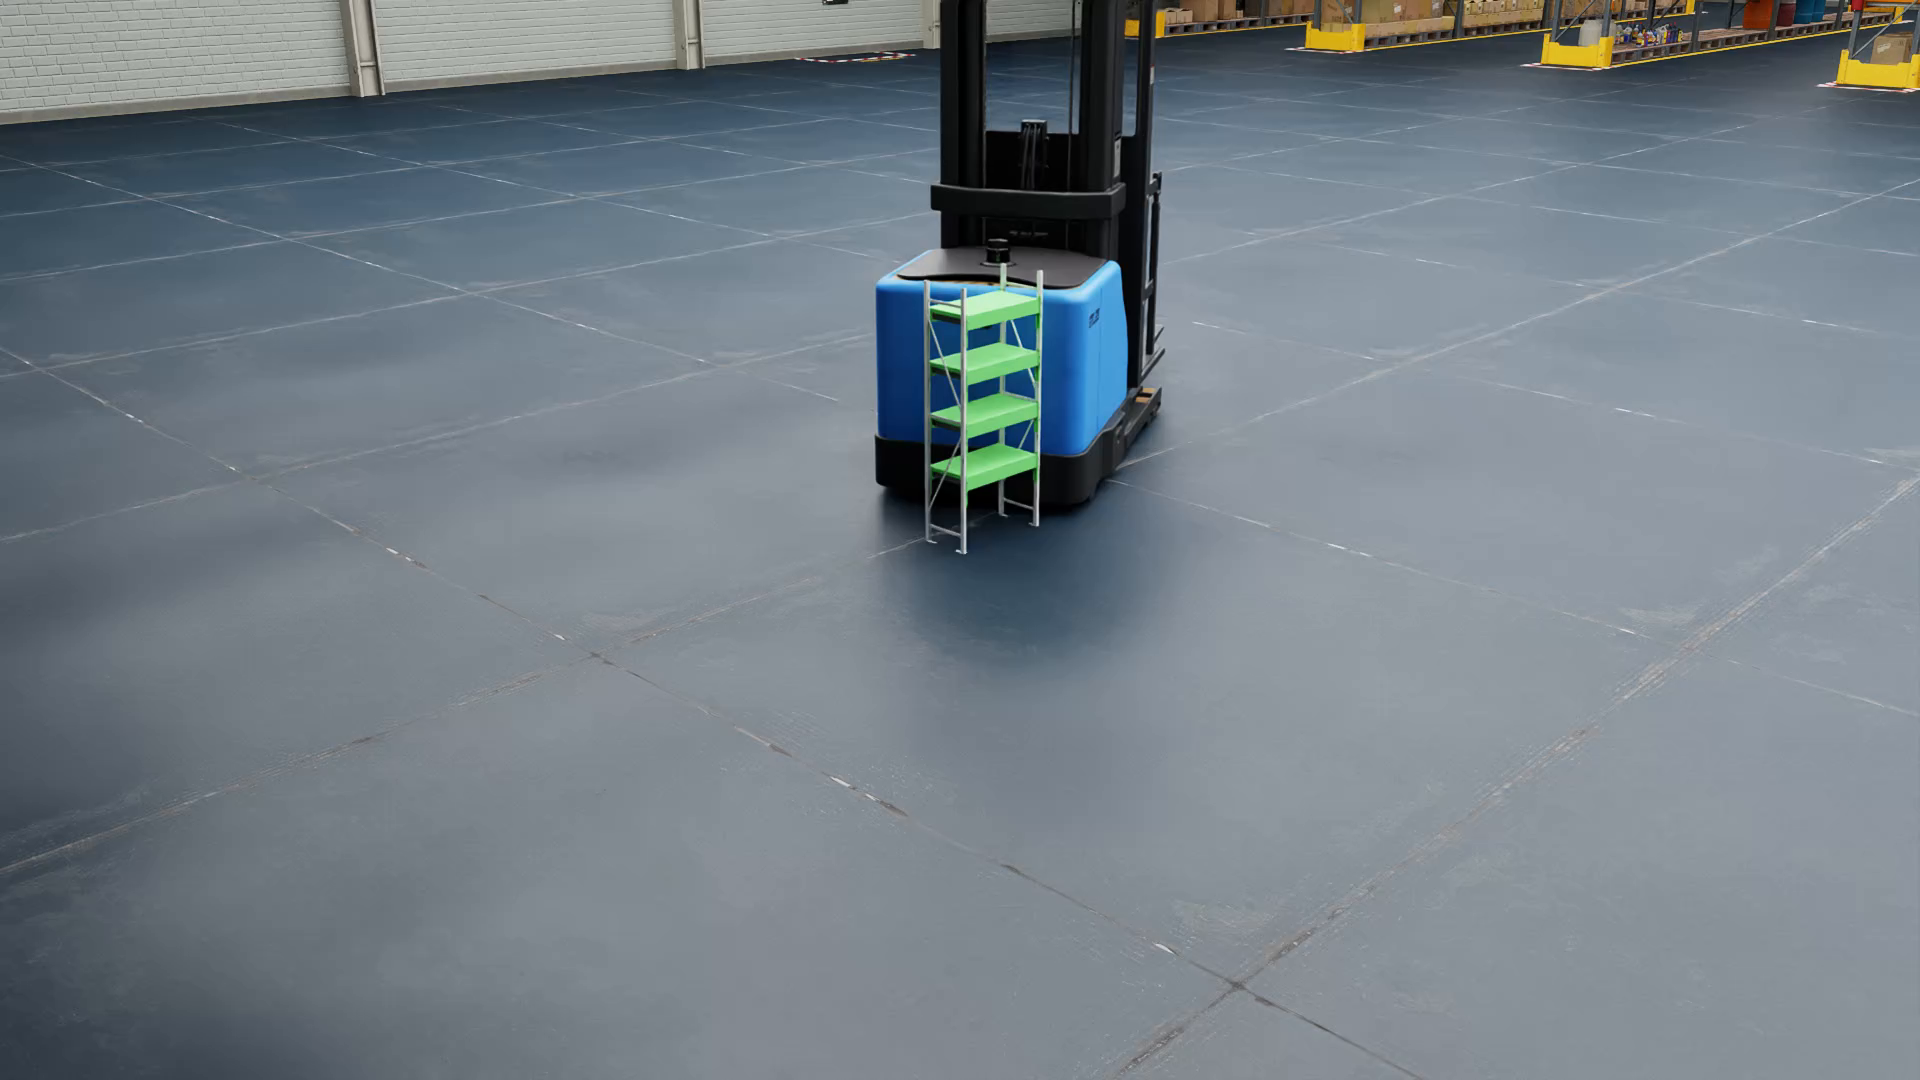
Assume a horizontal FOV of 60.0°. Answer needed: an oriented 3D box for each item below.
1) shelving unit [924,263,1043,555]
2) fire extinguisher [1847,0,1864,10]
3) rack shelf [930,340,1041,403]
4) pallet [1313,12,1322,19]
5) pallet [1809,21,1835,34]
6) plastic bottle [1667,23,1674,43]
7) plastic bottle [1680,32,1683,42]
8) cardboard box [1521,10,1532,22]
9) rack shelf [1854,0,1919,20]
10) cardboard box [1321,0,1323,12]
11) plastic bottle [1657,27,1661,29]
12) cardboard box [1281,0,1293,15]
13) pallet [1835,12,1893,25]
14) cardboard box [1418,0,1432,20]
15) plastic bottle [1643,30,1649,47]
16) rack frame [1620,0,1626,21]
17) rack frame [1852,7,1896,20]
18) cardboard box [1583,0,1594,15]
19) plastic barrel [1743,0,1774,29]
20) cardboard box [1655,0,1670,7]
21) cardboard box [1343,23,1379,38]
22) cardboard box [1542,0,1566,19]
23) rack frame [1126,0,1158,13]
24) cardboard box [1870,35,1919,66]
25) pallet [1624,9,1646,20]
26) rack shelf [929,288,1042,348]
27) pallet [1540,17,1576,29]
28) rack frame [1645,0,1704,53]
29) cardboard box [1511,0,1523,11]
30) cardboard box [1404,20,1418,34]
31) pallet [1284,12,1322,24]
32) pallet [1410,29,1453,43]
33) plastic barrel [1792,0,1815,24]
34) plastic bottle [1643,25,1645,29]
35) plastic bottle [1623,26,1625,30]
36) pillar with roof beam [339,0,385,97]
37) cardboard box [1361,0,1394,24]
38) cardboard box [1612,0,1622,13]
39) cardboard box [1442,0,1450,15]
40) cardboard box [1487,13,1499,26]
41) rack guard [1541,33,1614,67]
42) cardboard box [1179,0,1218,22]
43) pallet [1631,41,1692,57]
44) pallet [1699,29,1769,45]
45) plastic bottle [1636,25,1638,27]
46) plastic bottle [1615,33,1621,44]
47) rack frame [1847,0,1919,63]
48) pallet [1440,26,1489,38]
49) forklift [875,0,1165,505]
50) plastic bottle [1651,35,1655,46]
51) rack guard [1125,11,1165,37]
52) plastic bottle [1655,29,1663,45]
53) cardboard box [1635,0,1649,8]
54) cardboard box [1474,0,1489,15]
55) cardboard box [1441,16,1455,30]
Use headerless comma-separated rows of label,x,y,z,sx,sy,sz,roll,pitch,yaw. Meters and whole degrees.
shelving unit,0.104,-0.587,7.429,0.258,1.200,0.503,19,28,40
fire extinguisher,14.056,-8.630,25.955,0.296,0.674,0.183,19,28,41
rack shelf,0.104,-0.751,7.366,0.258,0.148,0.480,19,28,40
pallet,8.854,-12.854,40.723,1.003,0.211,1.213,19,28,41
pallet,18.720,-11.415,36.980,1.003,0.211,1.213,19,28,41
plastic bottle,13.331,-9.530,31.268,0.144,0.351,0.185,18,27,38
plastic bottle,13.678,-9.576,31.596,0.097,0.201,0.097,0,21,0
cardboard box,12.402,-11.700,37.082,0.500,0.250,0.500,19,28,40
rack shelf,15.861,-8.759,27.185,1.077,0.370,4.000,19,28,41
cardboard box,8.492,-13.093,40.330,0.700,0.500,0.500,19,28,41
plastic bottle,13.207,-9.526,31.361,0.152,0.276,0.135,19,28,41
cardboard box,7.435,-12.705,39.320,0.700,0.500,0.500,19,28,40
pallet,21.476,-12.429,39.618,1.003,0.211,1.213,19,28,41
cardboard box,9.291,-10.923,34.013,0.500,0.500,0.500,19,28,41
plastic bottle,12.576,-9.199,30.501,0.133,0.283,0.061,-20,28,-41
rack frame,15.742,-14.146,40.196,1.000,3.000,0.127,19,28,41
rack frame,22.079,-13.933,39.644,1.000,3.000,0.127,19,28,41
cardboard box,14.549,-12.600,39.048,0.500,0.500,0.500,18,27,39
plastic barrel,16.827,-11.190,34.946,0.600,0.830,0.708,19,28,41
cardboard box,17.645,-13.658,42.146,0.500,0.250,0.500,19,28,41
cardboard box,7.904,-10.056,32.803,0.500,0.250,0.500,19,28,41
cardboard box,13.474,-12.201,38.009,0.500,0.500,0.500,-19,28,-40
rack frame,3.819,-12.300,35.394,1.000,3.000,0.127,19,28,41
cardboard box,14.914,-7.766,26.498,0.500,0.500,0.500,-14,25,-32
pallet,16.222,-13.020,41.155,1.003,0.211,1.213,19,28,41
rack shelf,0.104,-0.975,7.280,0.258,0.148,0.480,19,28,40
pallet,13.500,-11.998,38.496,1.003,0.211,1.213,19,28,41
rack frame,13.708,-10.848,31.618,1.000,3.000,0.127,19,28,41
cardboard box,12.051,-11.831,36.640,0.500,0.311,0.500,19,28,40
cardboard box,8.952,-10.441,33.805,0.500,0.250,0.500,19,28,41
pallet,8.003,-12.542,39.911,1.003,0.211,1.213,19,28,41
pallet,9.576,-10.594,34.842,1.003,0.211,1.213,19,28,41
plastic barrel,18.403,-11.804,36.443,0.600,0.901,0.708,19,28,41
plastic bottle,13.042,-9.697,31.796,0.061,0.283,0.133,19,28,41
plastic bottle,12.571,-9.602,31.547,0.133,0.283,0.061,-19,28,-40
pillar with roof beam,-5.785,-9.792,20.508,9.100,9.000,0.400,19,28,41
cardboard box,8.252,-10.535,33.004,0.500,0.500,0.500,19,28,41
cardboard box,15.603,-12.986,40.049,0.500,0.500,0.500,19,28,40
cardboard box,10.238,-11.439,35.621,0.500,0.311,0.500,19,28,41
cardboard box,11.337,-11.308,36.062,0.500,0.250,0.500,18,28,39
rack guard,10.937,-8.685,29.473,1.175,0.500,0.348,19,28,41
cardboard box,5.311,-11.816,37.007,0.700,0.500,0.500,17,27,37
pallet,13.209,-9.385,31.696,1.003,0.211,1.213,19,28,41
pallet,15.930,-10.386,34.301,1.003,0.211,1.213,19,28,41
plastic bottle,12.965,-9.720,31.866,0.135,0.276,0.152,-19,28,-40
plastic bottle,12.279,-9.368,31.055,0.097,0.201,0.097,0,21,0
rack frame,14.466,-8.581,25.718,1.000,3.000,0.127,19,28,41
pallet,10.647,-10.987,35.865,1.003,0.211,1.213,19,28,41
forklift,0.508,-2.030,8.771,1.130,2.935,3.031,6,22,16
plastic bottle,12.783,-9.247,30.738,0.097,0.201,0.097,0,21,0
rack guard,3.872,-11.153,35.893,1.175,0.500,0.348,19,28,41
plastic bottle,12.989,-9.372,30.959,0.135,0.276,0.152,-20,28,-41
cardboard box,17.049,-13.670,41.825,0.797,0.503,0.637,19,28,41
cardboard box,10.981,-11.435,35.609,0.500,0.311,0.500,19,28,40
cardboard box,9.994,-10.828,34.812,0.500,0.250,0.500,19,28,41
